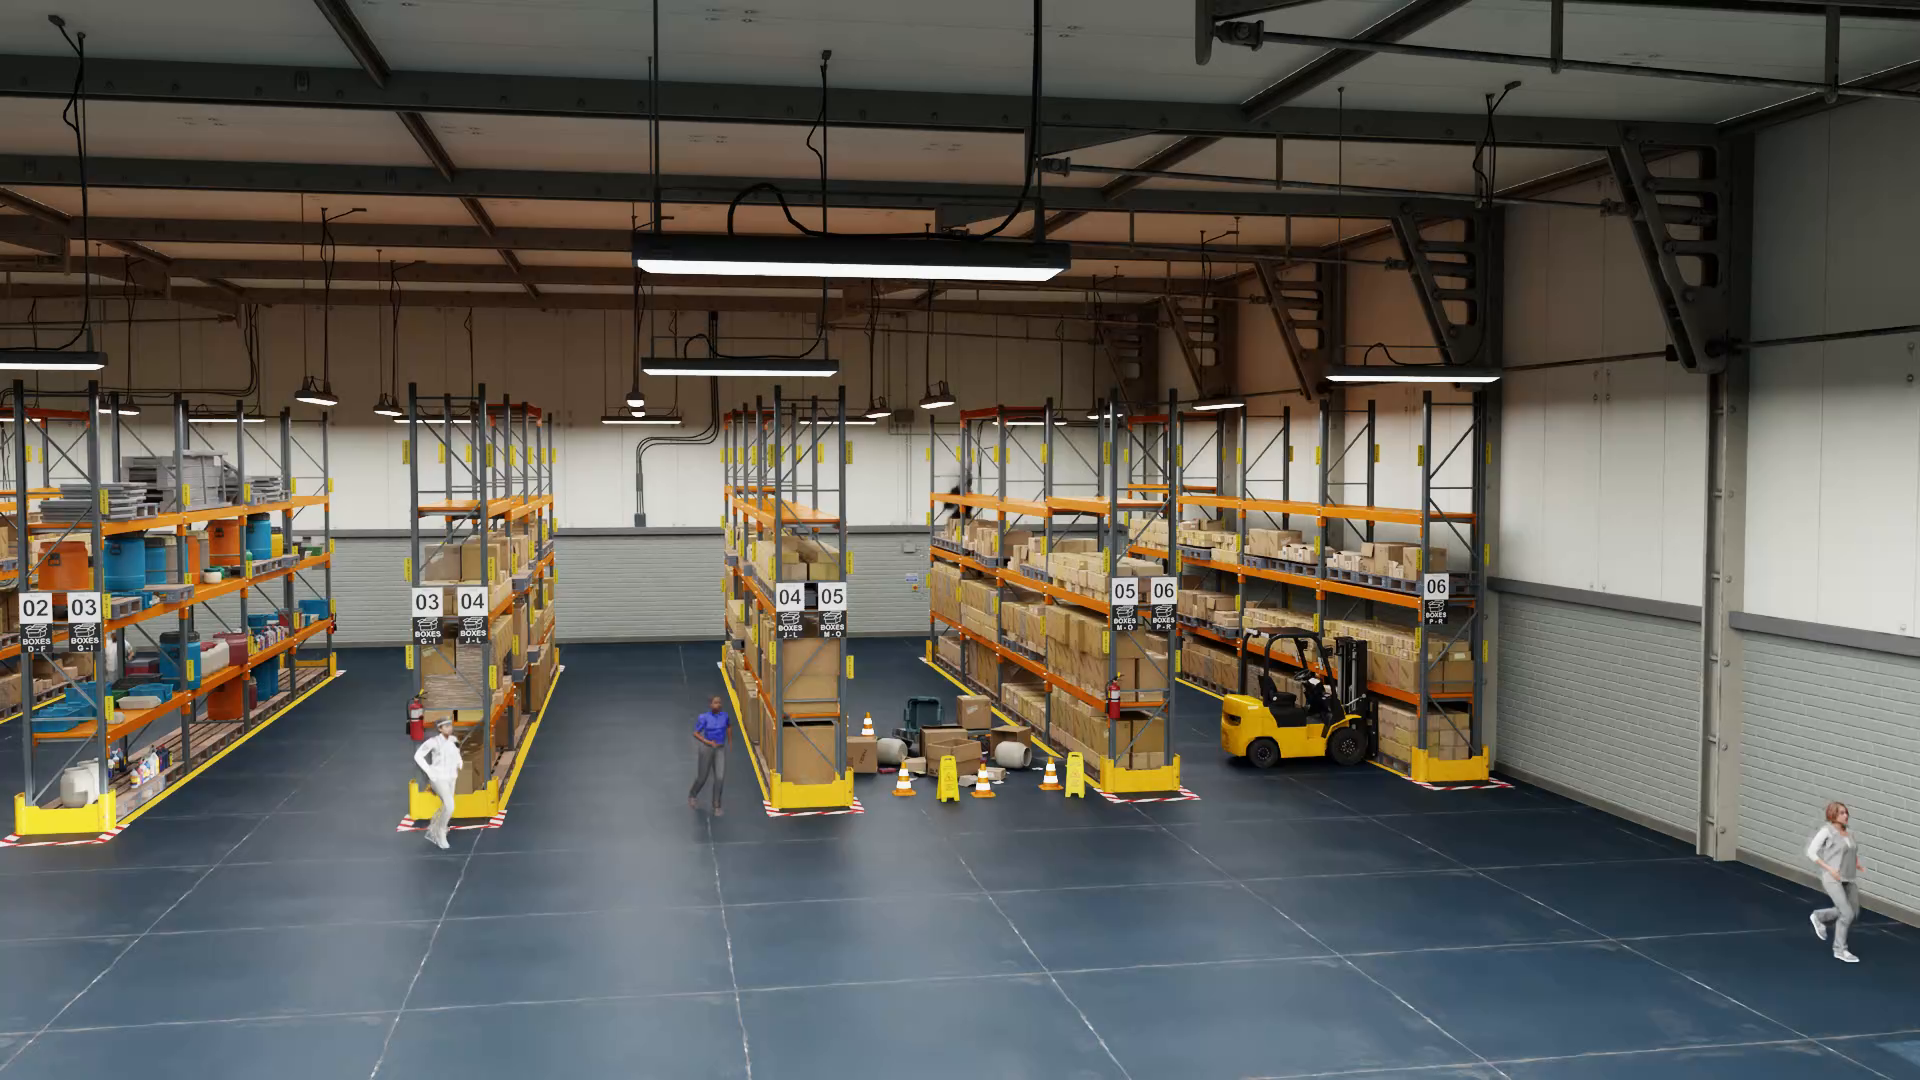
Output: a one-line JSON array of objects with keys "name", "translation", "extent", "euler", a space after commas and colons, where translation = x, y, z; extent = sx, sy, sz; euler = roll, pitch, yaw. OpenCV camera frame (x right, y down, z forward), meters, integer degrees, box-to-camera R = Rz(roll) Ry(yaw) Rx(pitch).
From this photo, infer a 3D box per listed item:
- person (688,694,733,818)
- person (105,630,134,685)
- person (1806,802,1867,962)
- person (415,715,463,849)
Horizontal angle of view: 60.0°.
[{"name": "person", "translation": [-3.448, 3.006, 23.340], "extent": [0.619, 1.674, 0.840], "euler": [-2, 3, -29]}, {"name": "person", "translation": [-16.585, 2.546, 32.717], "extent": [0.597, 1.629, 0.748], "euler": [-1, 3, -23]}, {"name": "person", "translation": [8.717, 3.381, 16.601], "extent": [0.540, 1.551, 0.637], "euler": [-1, 3, -19]}, {"name": "person", "translation": [-6.617, 3.095, 21.293], "extent": [0.619, 1.727, 0.598], "euler": [2, 3, 29]}]
